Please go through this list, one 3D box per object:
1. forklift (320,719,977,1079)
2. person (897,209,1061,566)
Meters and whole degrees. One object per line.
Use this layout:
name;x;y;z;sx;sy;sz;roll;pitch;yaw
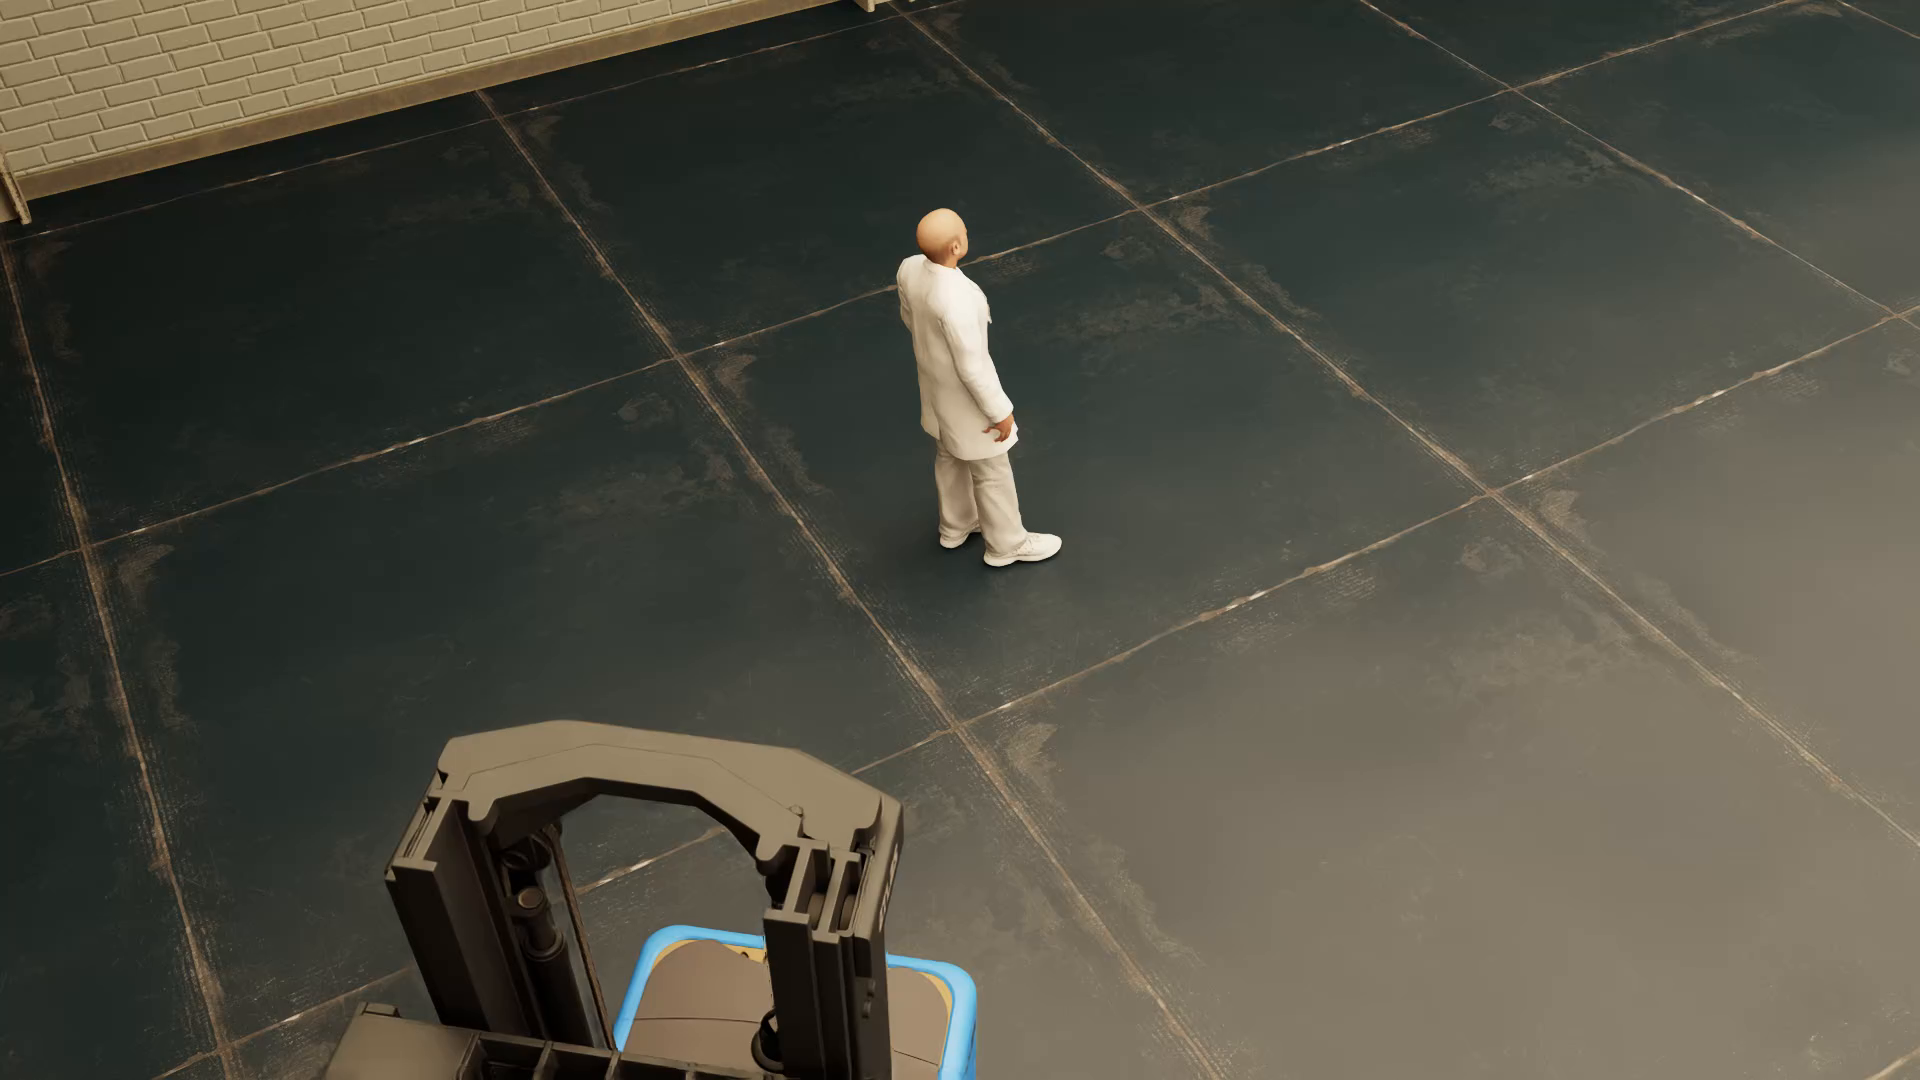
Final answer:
forklift;-0.684;1.912;3.636;1.130;2.935;3.031;6;43;7
person;0.081;-0.686;7.275;0.578;1.778;0.696;-21;47;-21
